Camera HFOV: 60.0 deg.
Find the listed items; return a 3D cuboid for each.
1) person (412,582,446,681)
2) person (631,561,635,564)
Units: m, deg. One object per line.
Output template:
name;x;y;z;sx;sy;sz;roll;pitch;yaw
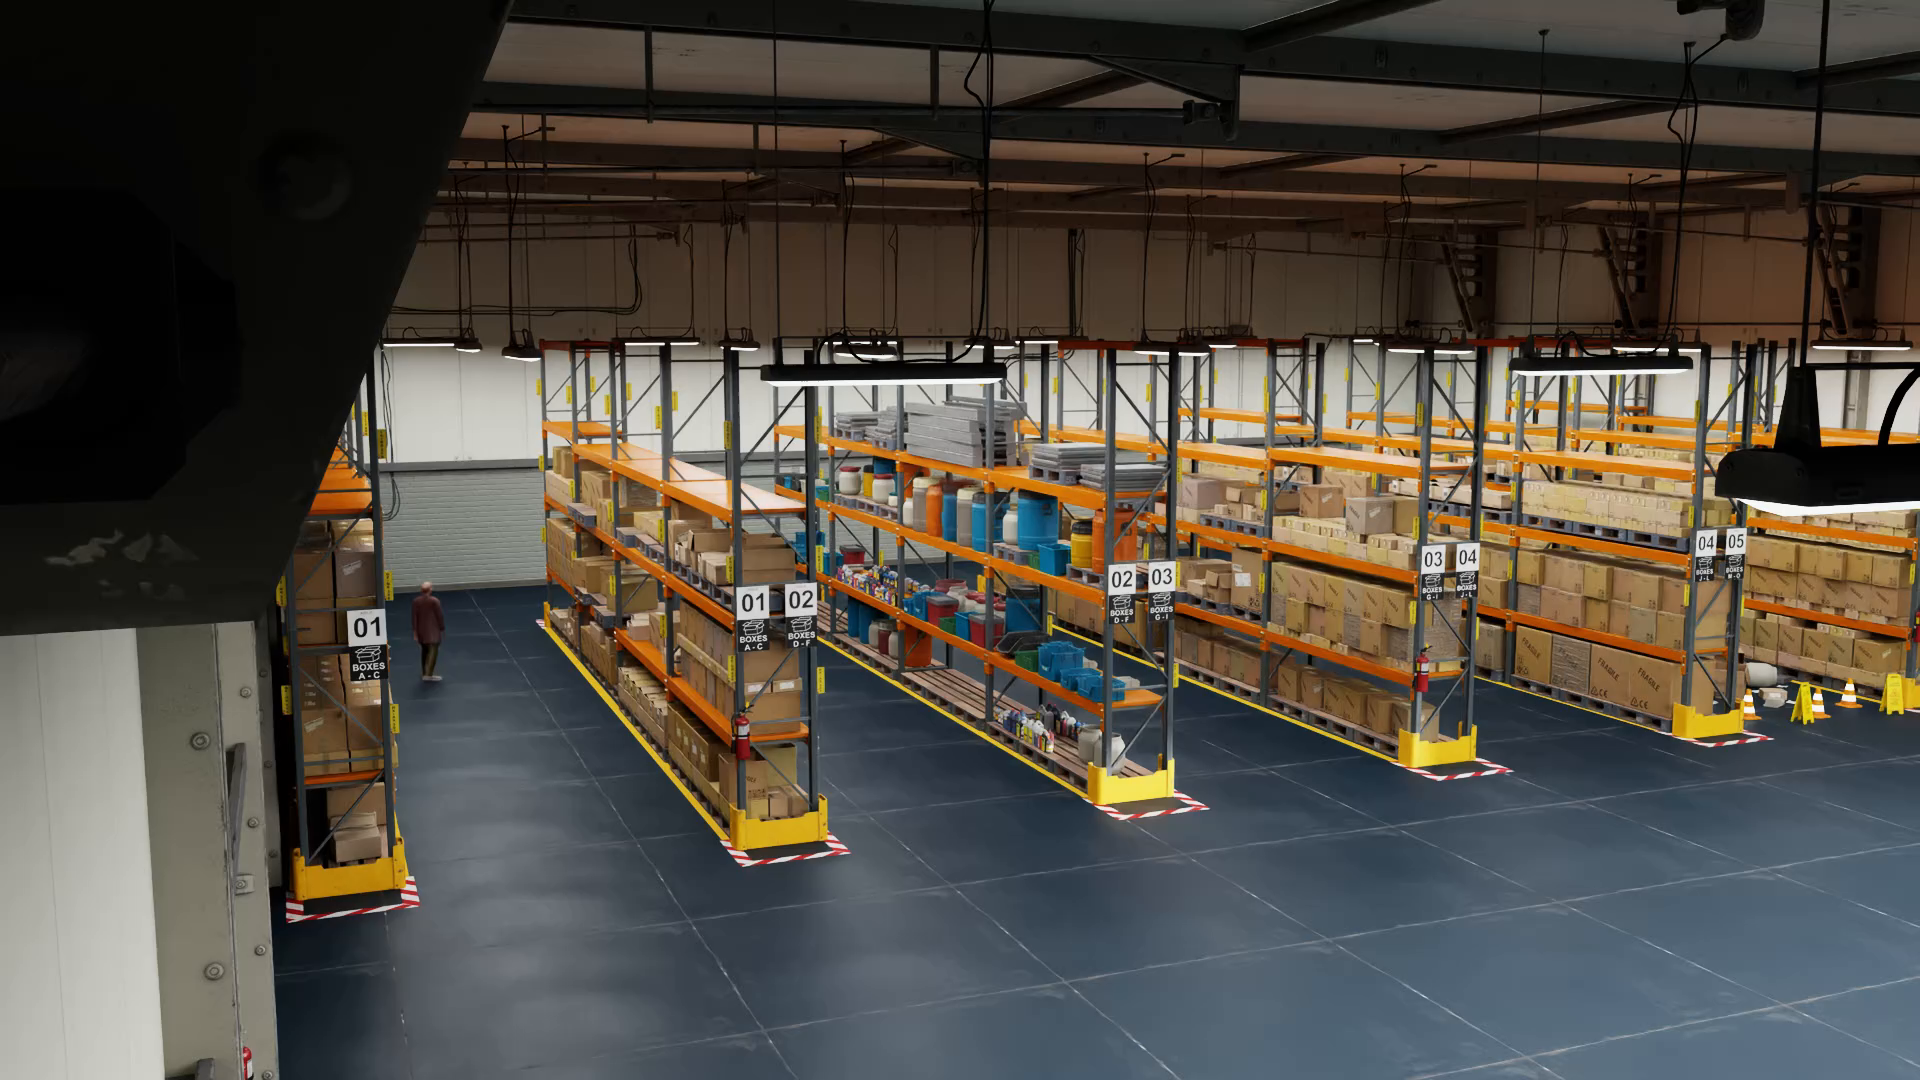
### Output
person;-9.442;1.617;29.552;0.627;1.764;0.875;2;8;16
person;-7.096;0.820;36.446;1.058;1.553;0.460;-3;8;-24
